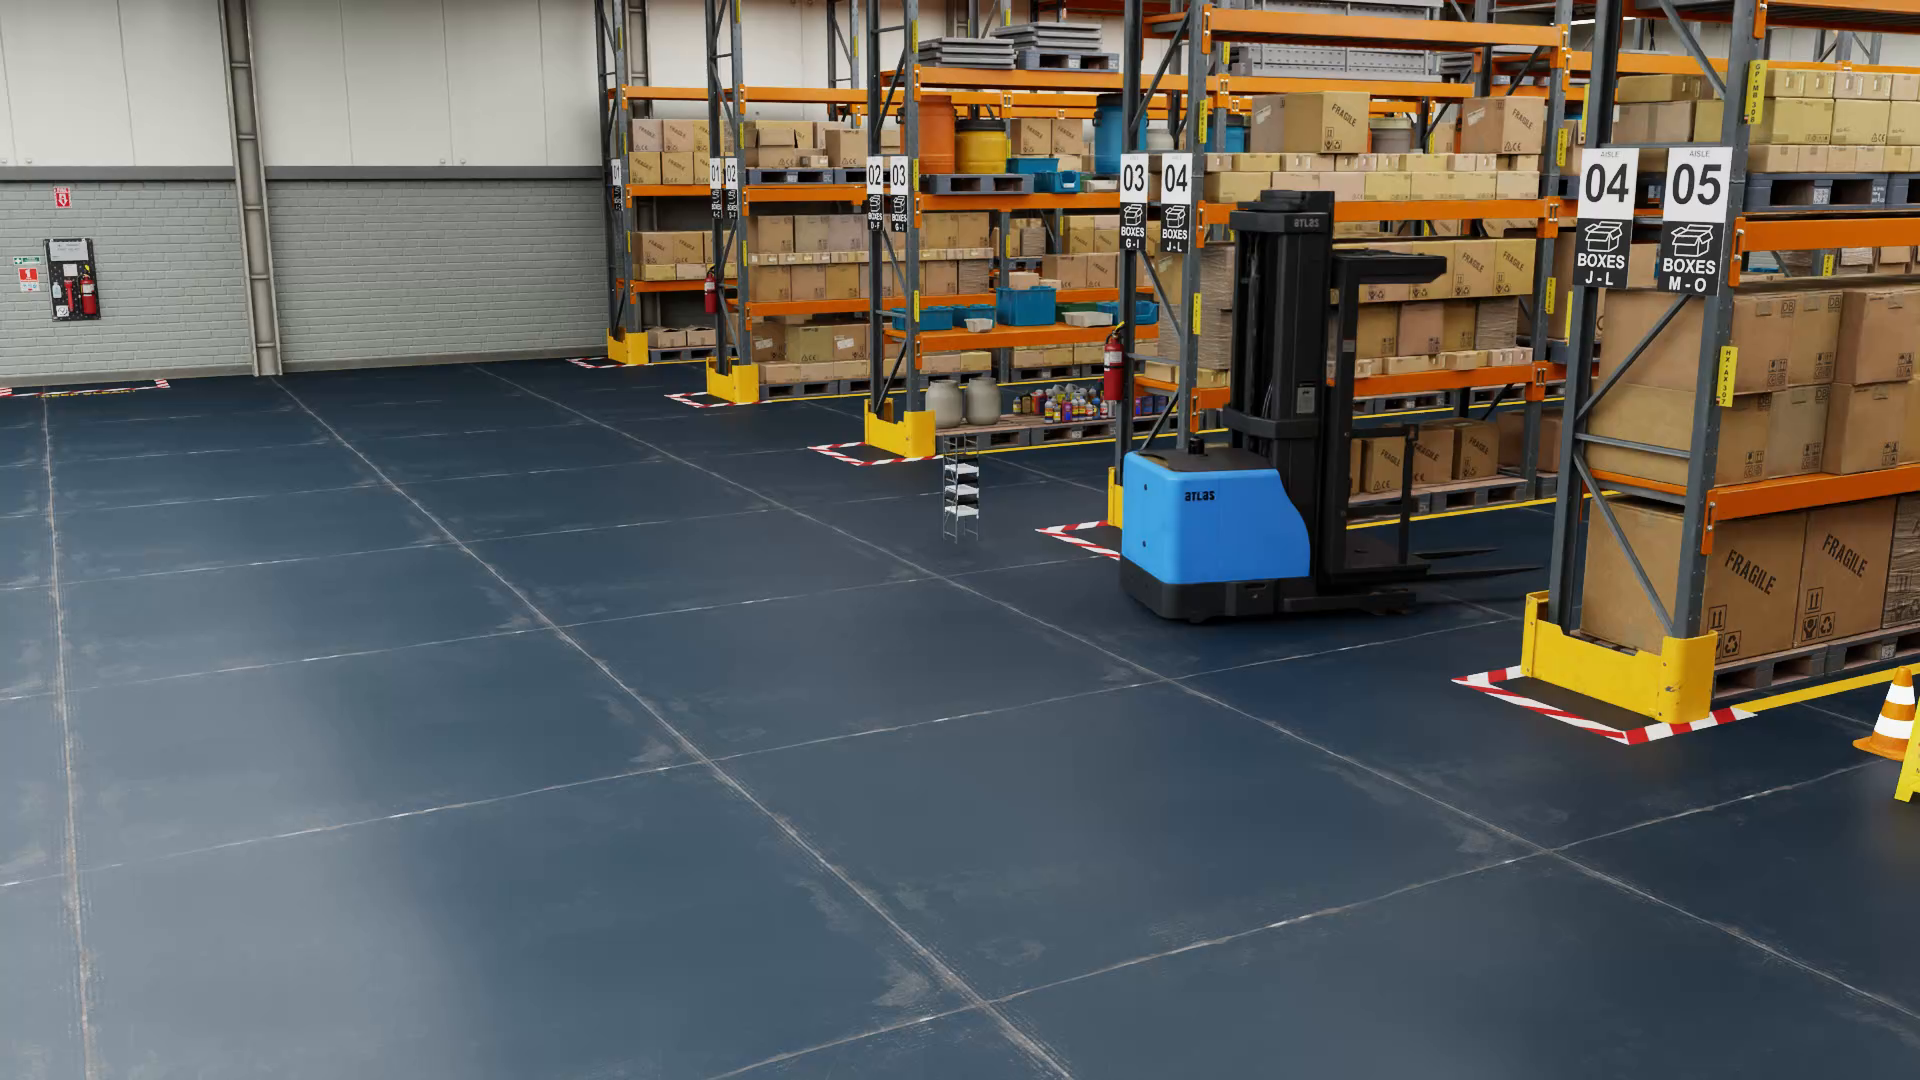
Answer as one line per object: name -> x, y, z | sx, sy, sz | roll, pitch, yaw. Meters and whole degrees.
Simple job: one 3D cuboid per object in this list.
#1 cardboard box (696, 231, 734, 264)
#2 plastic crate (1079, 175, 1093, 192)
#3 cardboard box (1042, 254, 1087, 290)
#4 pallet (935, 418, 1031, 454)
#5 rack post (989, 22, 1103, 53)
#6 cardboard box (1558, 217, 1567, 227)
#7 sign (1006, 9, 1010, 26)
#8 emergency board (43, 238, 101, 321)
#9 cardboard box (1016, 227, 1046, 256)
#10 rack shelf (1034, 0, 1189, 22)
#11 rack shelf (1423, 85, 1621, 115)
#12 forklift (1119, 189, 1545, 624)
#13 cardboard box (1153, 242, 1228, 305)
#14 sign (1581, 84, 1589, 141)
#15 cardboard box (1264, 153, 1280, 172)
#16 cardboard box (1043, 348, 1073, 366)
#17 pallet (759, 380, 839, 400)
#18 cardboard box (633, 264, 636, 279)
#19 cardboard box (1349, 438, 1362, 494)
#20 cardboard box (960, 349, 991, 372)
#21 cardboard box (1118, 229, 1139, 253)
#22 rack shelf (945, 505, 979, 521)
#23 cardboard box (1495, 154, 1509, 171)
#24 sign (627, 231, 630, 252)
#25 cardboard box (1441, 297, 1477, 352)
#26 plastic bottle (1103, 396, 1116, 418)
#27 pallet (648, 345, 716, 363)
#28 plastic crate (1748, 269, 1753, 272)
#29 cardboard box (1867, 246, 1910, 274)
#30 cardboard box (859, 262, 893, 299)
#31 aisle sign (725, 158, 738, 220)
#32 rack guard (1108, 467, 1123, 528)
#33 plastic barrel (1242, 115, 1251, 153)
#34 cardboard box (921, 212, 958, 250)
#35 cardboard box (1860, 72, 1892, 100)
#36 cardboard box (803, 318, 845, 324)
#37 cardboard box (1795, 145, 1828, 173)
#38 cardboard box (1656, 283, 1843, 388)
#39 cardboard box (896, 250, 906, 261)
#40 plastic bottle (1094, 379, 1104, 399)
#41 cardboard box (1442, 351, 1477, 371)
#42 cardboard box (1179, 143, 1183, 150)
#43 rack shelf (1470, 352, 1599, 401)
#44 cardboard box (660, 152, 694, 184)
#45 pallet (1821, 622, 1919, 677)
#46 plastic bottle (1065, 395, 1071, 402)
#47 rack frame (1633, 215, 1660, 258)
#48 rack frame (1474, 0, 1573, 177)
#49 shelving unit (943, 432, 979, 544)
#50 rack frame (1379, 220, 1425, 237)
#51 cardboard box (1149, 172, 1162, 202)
cardboard box -> -4.011, -4.771, 27.066 | 0.500, 0.500, 0.500 | -7, 15, -30
plastic crate -> 1.273, -4.131, 19.286 | 0.450, 0.188, 0.336 | -7, 14, -28
cardboard box -> 1.563, -4.022, 24.920 | 0.500, 0.500, 0.500 | -6, 14, -24
pallet -> 0.038, -1.205, 18.984 | 1.213, 0.211, 1.003 | -7, 14, -28
rack post -> 0.964, -5.564, 18.509 | 0.954, 0.300, 0.937 | -7, 15, -29
cardboard box -> 10.250, -5.486, 29.148 | 0.500, 0.500, 0.500 | -6, 14, -26
sign -> 0.663, -7.190, 23.074 | 0.005, 0.325, 0.100 | -7, 14, -28
emergency board -> -12.723, -3.730, 23.851 | 0.643, 1.169, 0.194 | -7, 14, -28
cardboard box -> 1.145, -5.427, 30.162 | 0.500, 0.500, 0.700 | -9, 15, -34
rack shelf -> 3.308, -9.623, 30.440 | 4.000, 0.370, 1.077 | -7, 14, -28
rack shelf -> 8.055, -5.897, 22.365 | 4.000, 0.370, 1.077 | -7, 14, -28
forklift -> 2.748, -1.006, 11.903 | 3.031, 2.935, 1.130 | -3, 13, -13
cardboard box -> 2.015, -2.297, 14.300 | 0.500, 0.500, 0.500 | -7, 14, -28
sign -> 3.691, -2.506, 9.744 | 0.005, 0.325, 0.100 | -7, 14, -28
cardboard box -> 2.440, -3.138, 13.821 | 0.250, 0.149, 0.380 | -7, 15, -29
cardboard box -> 1.341, -2.752, 24.810 | 0.500, 0.250, 0.500 | -6, 14, -26
pallet -> -2.441, -2.147, 23.169 | 1.213, 0.211, 1.003 | -7, 14, -28
cardboard box -> -5.152, -4.396, 27.109 | 0.500, 0.250, 0.500 | -7, 14, -27
cardboard box -> 3.274, -0.689, 15.076 | 0.500, 0.500, 0.500 | -5, 14, -23
cardboard box -> 0.116, -2.612, 24.192 | 0.500, 0.250, 0.500 | -7, 14, -28
cardboard box -> 3.002, -5.526, 30.880 | 0.500, 0.500, 0.500 | -7, 14, -28
rack shelf -> 0.007, -0.232, 14.061 | 0.200, 0.077, 0.258 | -7, 14, -28
cardboard box -> 4.737, -3.415, 15.052 | 0.250, 0.149, 0.380 | -7, 14, -27
sign -> -5.209, -4.691, 26.150 | 0.005, 0.325, 0.100 | -7, 14, -28
cardboard box -> 4.282, -2.043, 15.450 | 0.500, 0.500, 0.875 | -7, 14, -28
plastic bottle -> 1.765, -1.577, 19.486 | 0.135, 0.276, 0.152 | -7, 14, -27
pallet -> -4.672, -3.100, 27.401 | 1.213, 0.211, 1.003 | -7, 14, -28
plastic crate -> 11.792, -3.994, 25.269 | 0.300, 0.233, 0.416 | -7, 14, -28
cardboard box -> 9.896, -3.031, 18.234 | 0.637, 0.503, 0.797 | -6, 14, -27
cardboard box -> -1.319, -3.678, 23.392 | 0.500, 0.500, 0.700 | -6, 14, -26
aisle sign -> -3.003, -4.621, 21.891 | 0.004, 0.787, 0.394 | -7, 14, -28
rack guard -> 1.718, -0.298, 14.295 | 0.348, 0.500, 1.175 | -7, 14, -28
plastic barrel -> 3.705, -4.757, 20.441 | 0.600, 0.901, 0.600 | 0, 13, 0
cardboard box -> -0.411, -4.420, 23.736 | 0.500, 0.500, 0.700 | -7, 14, -28
cardboard box -> 5.052, -2.580, 9.481 | 0.250, 0.149, 0.380 | -7, 14, -27
cardboard box -> -1.893, -2.870, 23.629 | 0.500, 0.500, 0.500 | -7, 14, -28
cardboard box -> 4.617, -2.139, 9.337 | 0.250, 0.149, 0.380 | -7, 14, -27
cardboard box -> 4.722, -1.250, 10.032 | 0.550, 0.550, 0.875 | -7, 14, -28
cardboard box -> -0.832, -4.002, 23.355 | 0.250, 0.149, 0.380 | -6, 14, -26
plastic bottle -> 1.716, -1.782, 20.229 | 0.185, 0.351, 0.144 | -8, 15, -30
cardboard box -> 4.476, -1.642, 15.144 | 0.250, 0.149, 0.380 | -7, 14, -28
cardboard box -> 3.781, -7.220, 31.298 | 0.500, 0.500, 0.700 | -7, 15, -29
rack shelf -> 6.918, -1.790, 16.869 | 4.000, 0.370, 1.077 | -7, 14, -28
cardboard box -> -4.567, -5.932, 26.530 | 0.500, 0.500, 0.500 | -6, 14, -24
pallet -> 5.673, 0.591, 11.004 | 1.213, 0.211, 1.003 | -7, 14, -28
plastic bottle -> 1.276, -1.627, 19.876 | 0.097, 0.201, 0.097 | 0, 13, 0
rack frame -> 9.811, -3.727, 23.836 | 0.127, 3.000, 1.000 | -7, 14, -28
rack frame -> 5.162, -4.857, 15.196 | 0.127, 3.000, 1.000 | -7, 14, -28
shelving unit -> 0.007, -0.440, 14.014 | 0.210, 0.900, 0.258 | -7, 14, -28
rack frame -> 7.441, -4.681, 28.079 | 0.127, 3.000, 1.000 | -7, 14, -28
cardboard box -> 1.953, -3.000, 14.115 | 0.500, 0.250, 0.500 | -6, 14, -27
